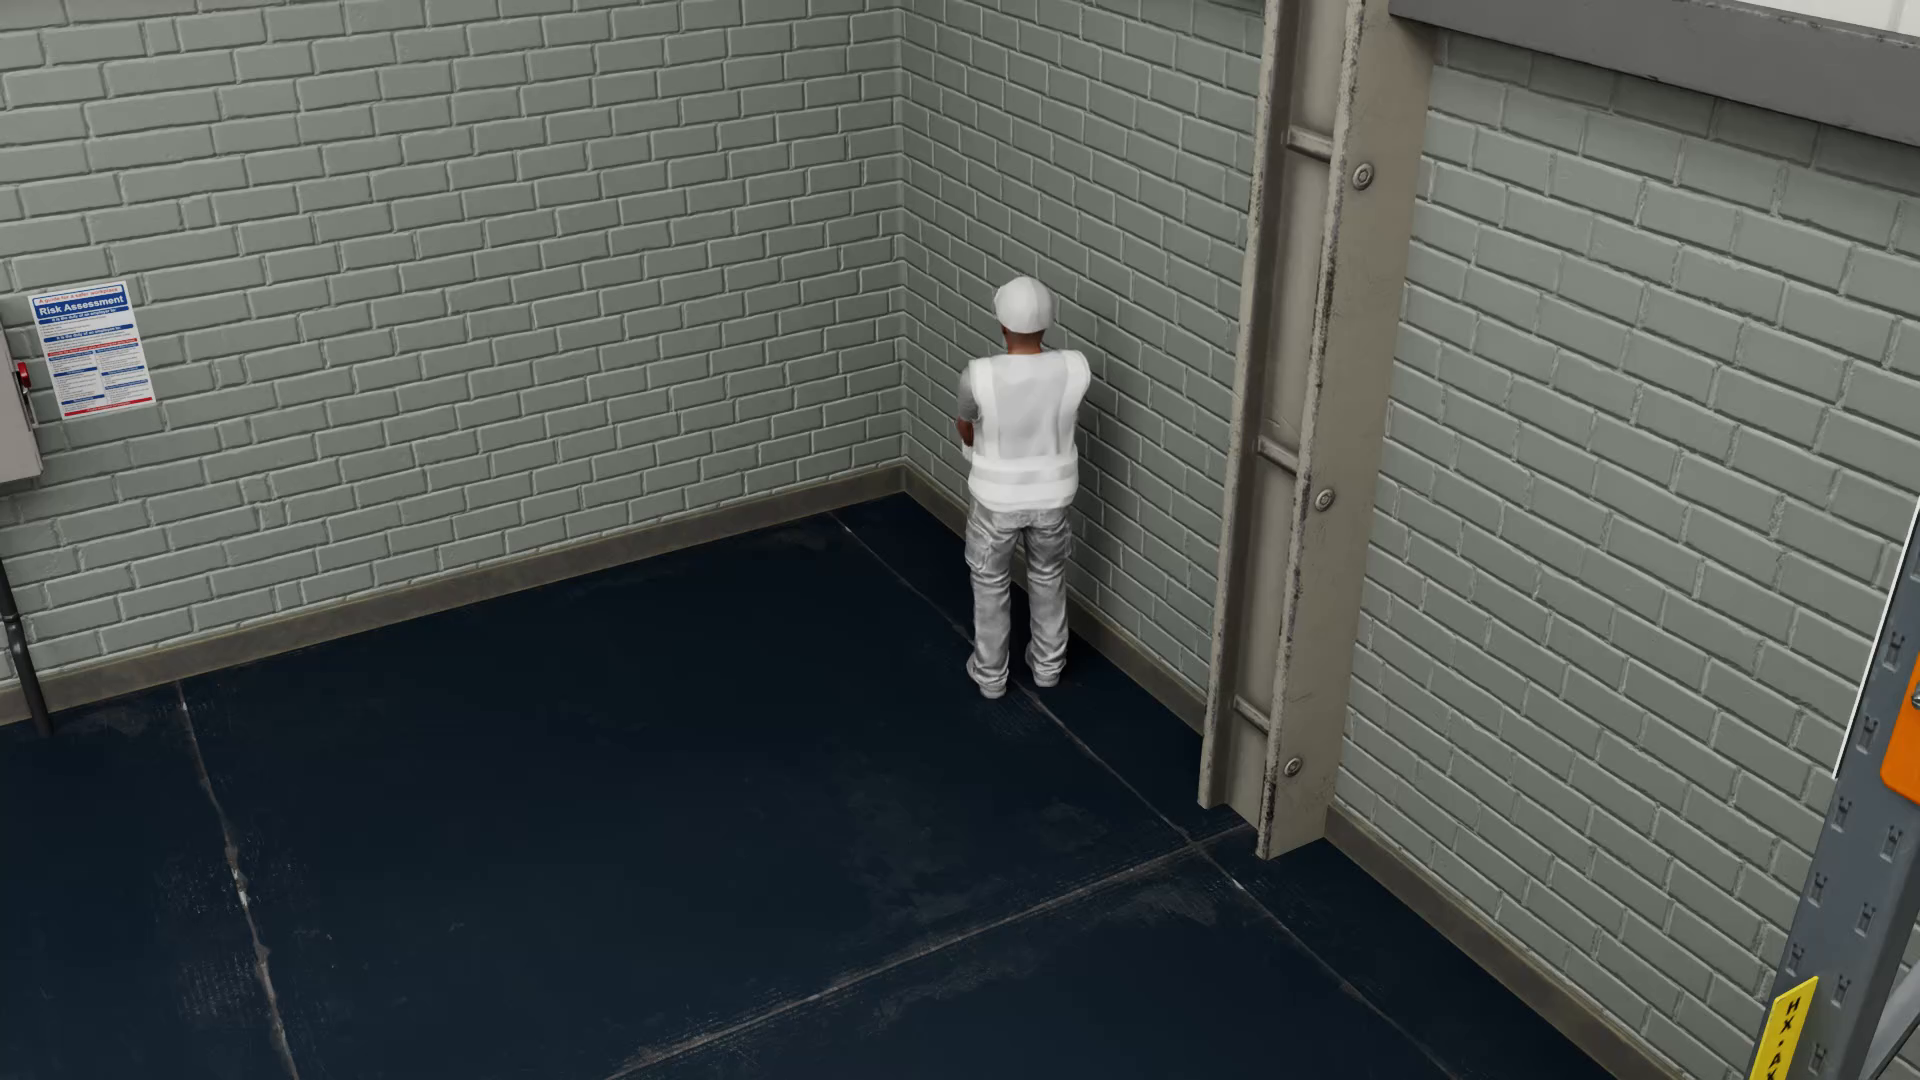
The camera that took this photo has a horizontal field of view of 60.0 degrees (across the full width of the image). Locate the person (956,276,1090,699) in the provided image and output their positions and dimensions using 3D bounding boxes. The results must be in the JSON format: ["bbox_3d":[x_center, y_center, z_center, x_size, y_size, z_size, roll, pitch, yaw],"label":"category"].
[{"bbox_3d":[0.212,-0.234,6.532,0.494,1.782,0.586,-6,29,-10],"label":"person"}]
